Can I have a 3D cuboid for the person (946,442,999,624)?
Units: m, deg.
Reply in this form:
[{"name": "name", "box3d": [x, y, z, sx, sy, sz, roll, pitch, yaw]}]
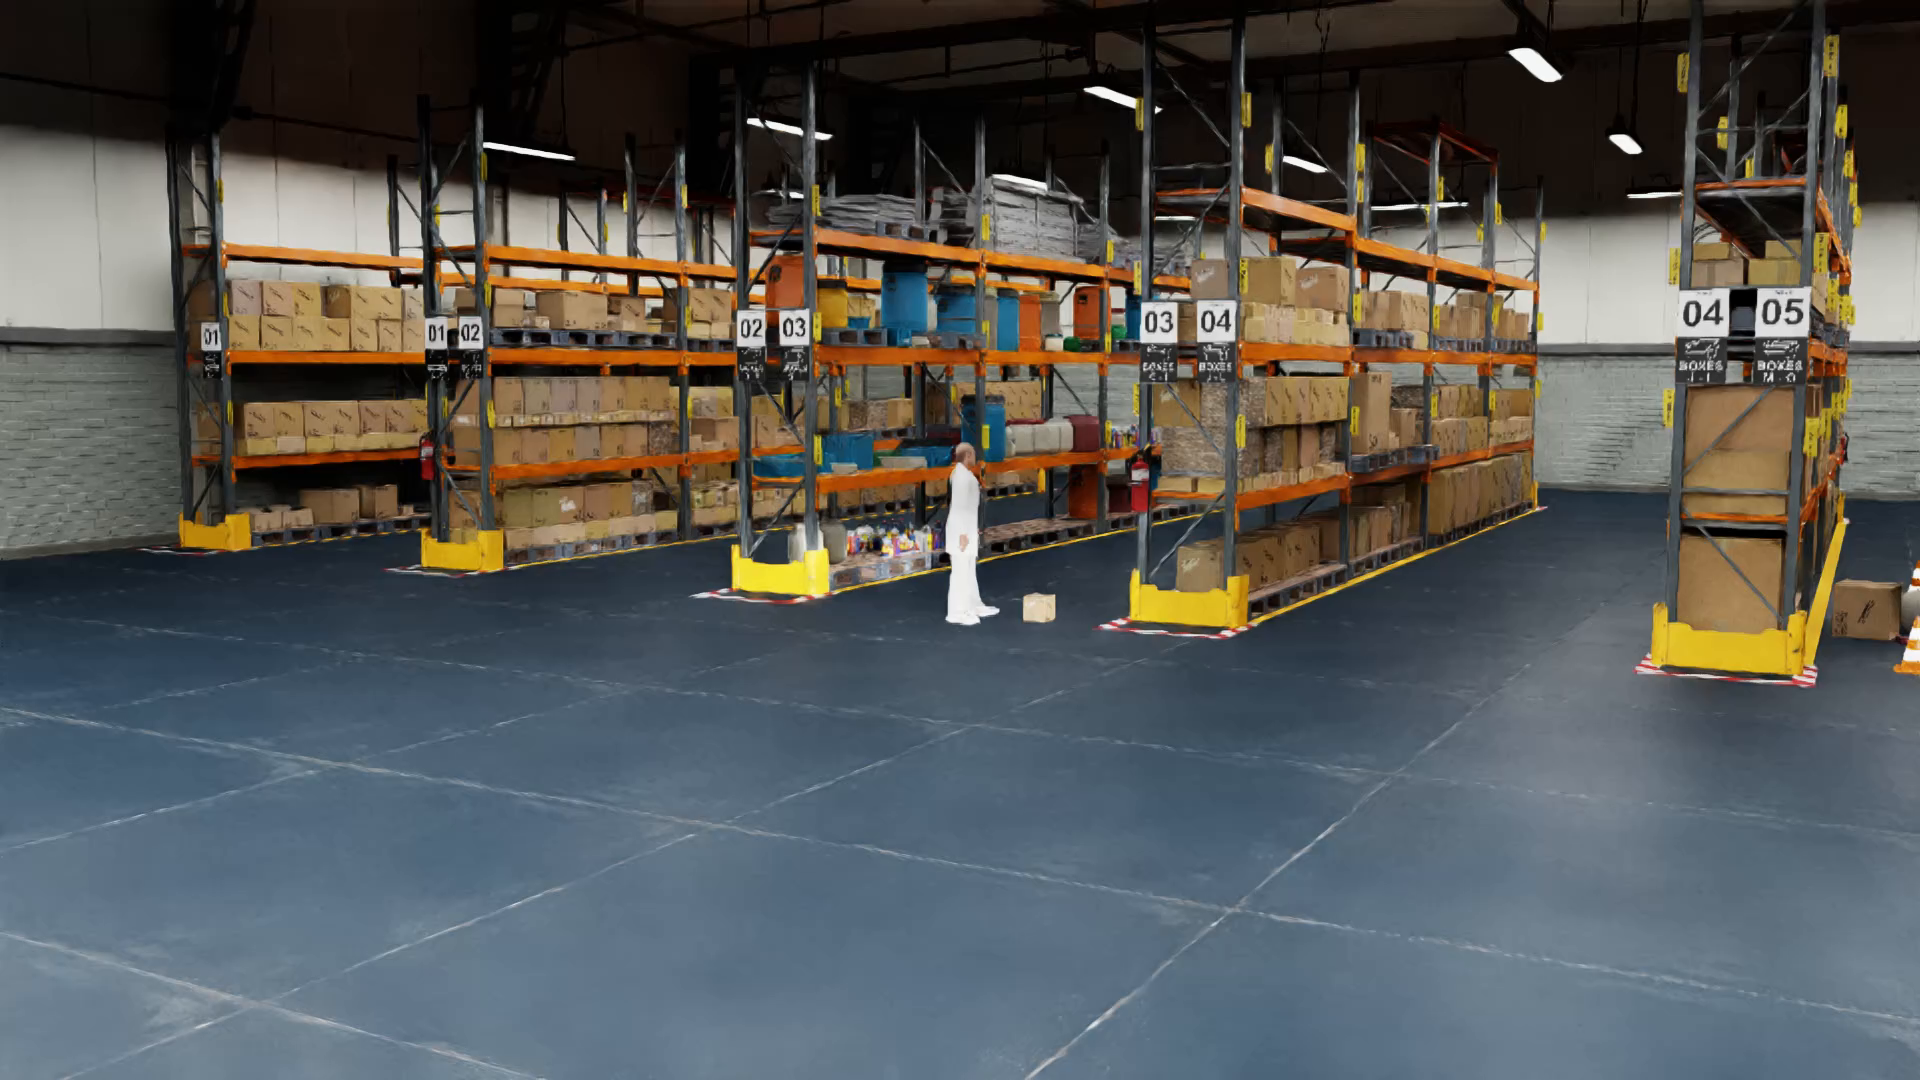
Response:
[{"name": "person", "box3d": [0.128, -0.076, 16.575, 0.546, 1.785, 0.644, 0, 6, -2]}]
